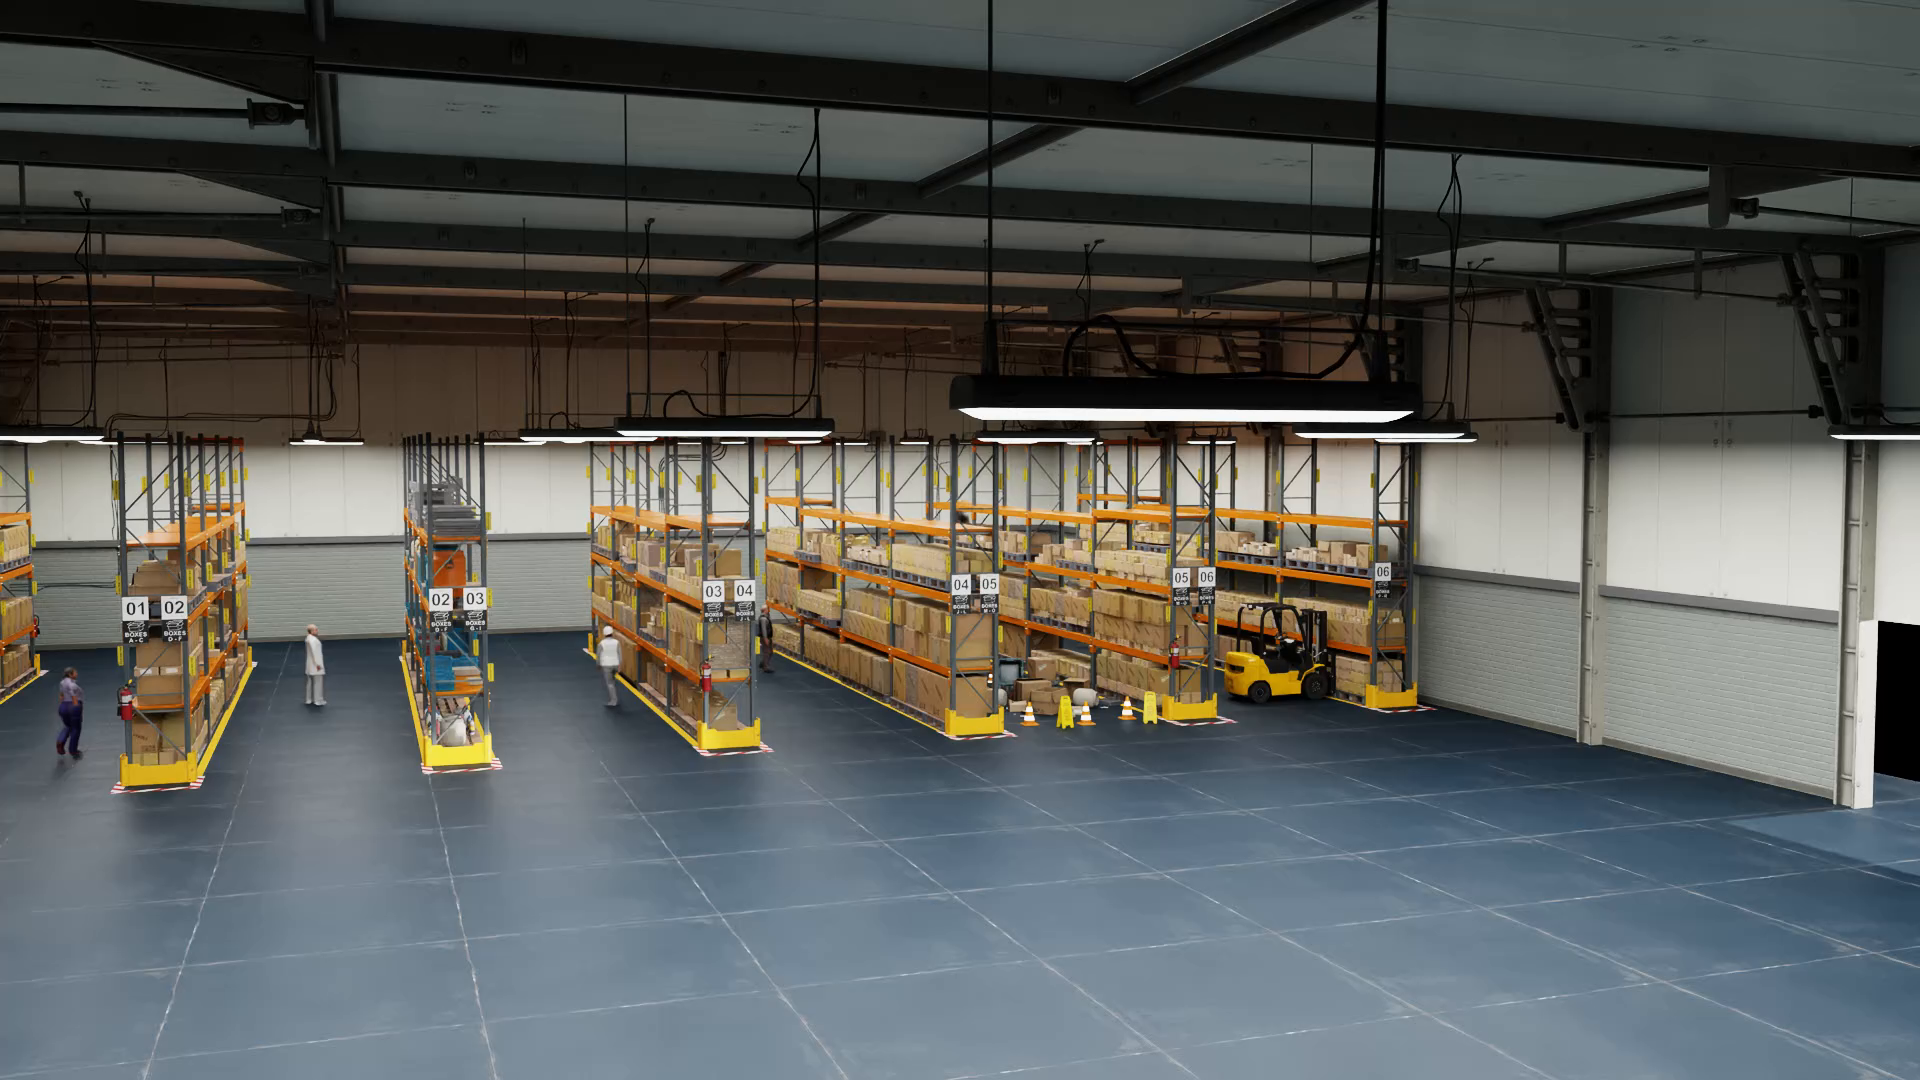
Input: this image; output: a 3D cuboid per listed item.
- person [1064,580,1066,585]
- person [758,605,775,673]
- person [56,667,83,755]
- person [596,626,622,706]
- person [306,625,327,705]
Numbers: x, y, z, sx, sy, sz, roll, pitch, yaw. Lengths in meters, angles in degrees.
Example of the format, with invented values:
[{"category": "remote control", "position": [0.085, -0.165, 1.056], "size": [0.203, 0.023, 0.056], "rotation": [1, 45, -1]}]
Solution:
[{"category": "person", "position": [2.857, 1.948, 48.438], "size": [0.511, 1.715, 0.660], "rotation": [-3, 4, -41]}, {"category": "person", "position": [-4.945, 2.517, 42.435], "size": [0.483, 1.724, 0.600], "rotation": [0, 3, 3]}, {"category": "person", "position": [-16.542, 3.185, 30.902], "size": [0.482, 1.621, 0.476], "rotation": [1, 3, 14]}, {"category": "person", "position": [-7.778, 2.822, 36.831], "size": [0.565, 1.842, 0.533], "rotation": [2, 4, 34]}, {"category": "person", "position": [-14.376, 2.777, 37.100], "size": [0.601, 1.786, 0.424], "rotation": [3, 4, 44]}]
